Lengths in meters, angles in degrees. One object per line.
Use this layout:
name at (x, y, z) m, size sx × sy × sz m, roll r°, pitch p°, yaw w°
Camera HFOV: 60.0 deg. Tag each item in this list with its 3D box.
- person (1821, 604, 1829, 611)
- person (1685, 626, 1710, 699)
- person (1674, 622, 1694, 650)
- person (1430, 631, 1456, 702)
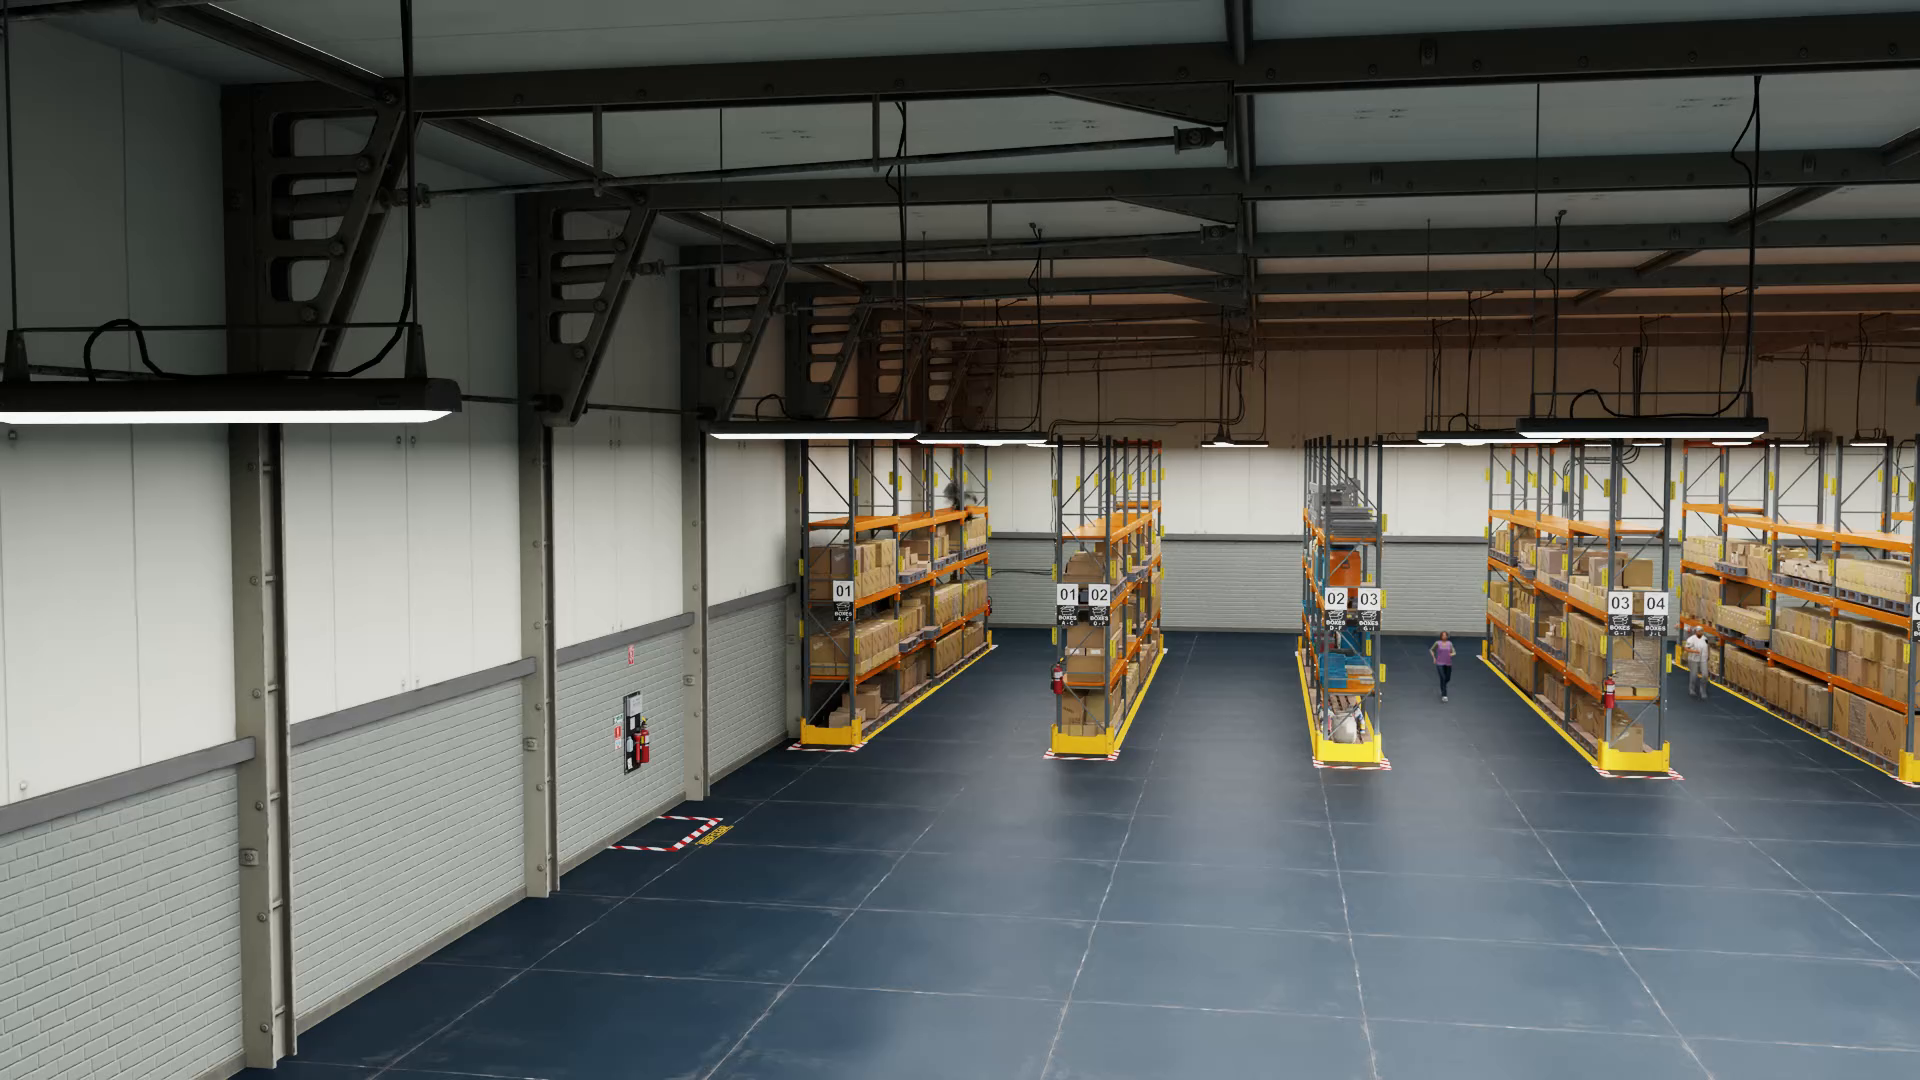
person at (23.497, 2.463, 45.160) m, size 0.789 × 1.704 × 0.585 m, roll 1°, pitch 3°, yaw 15°
person at (17.065, 2.834, 38.461) m, size 0.592 × 1.718 × 0.725 m, roll 0°, pitch 3°, yaw 8°
person at (19.873, 2.409, 45.438) m, size 0.569 × 1.702 × 0.699 m, roll 0°, pitch 3°, yaw 1°
person at (11.044, 2.859, 38.030) m, size 0.521 × 1.576 × 0.877 m, roll 0°, pitch 3°, yaw 1°
